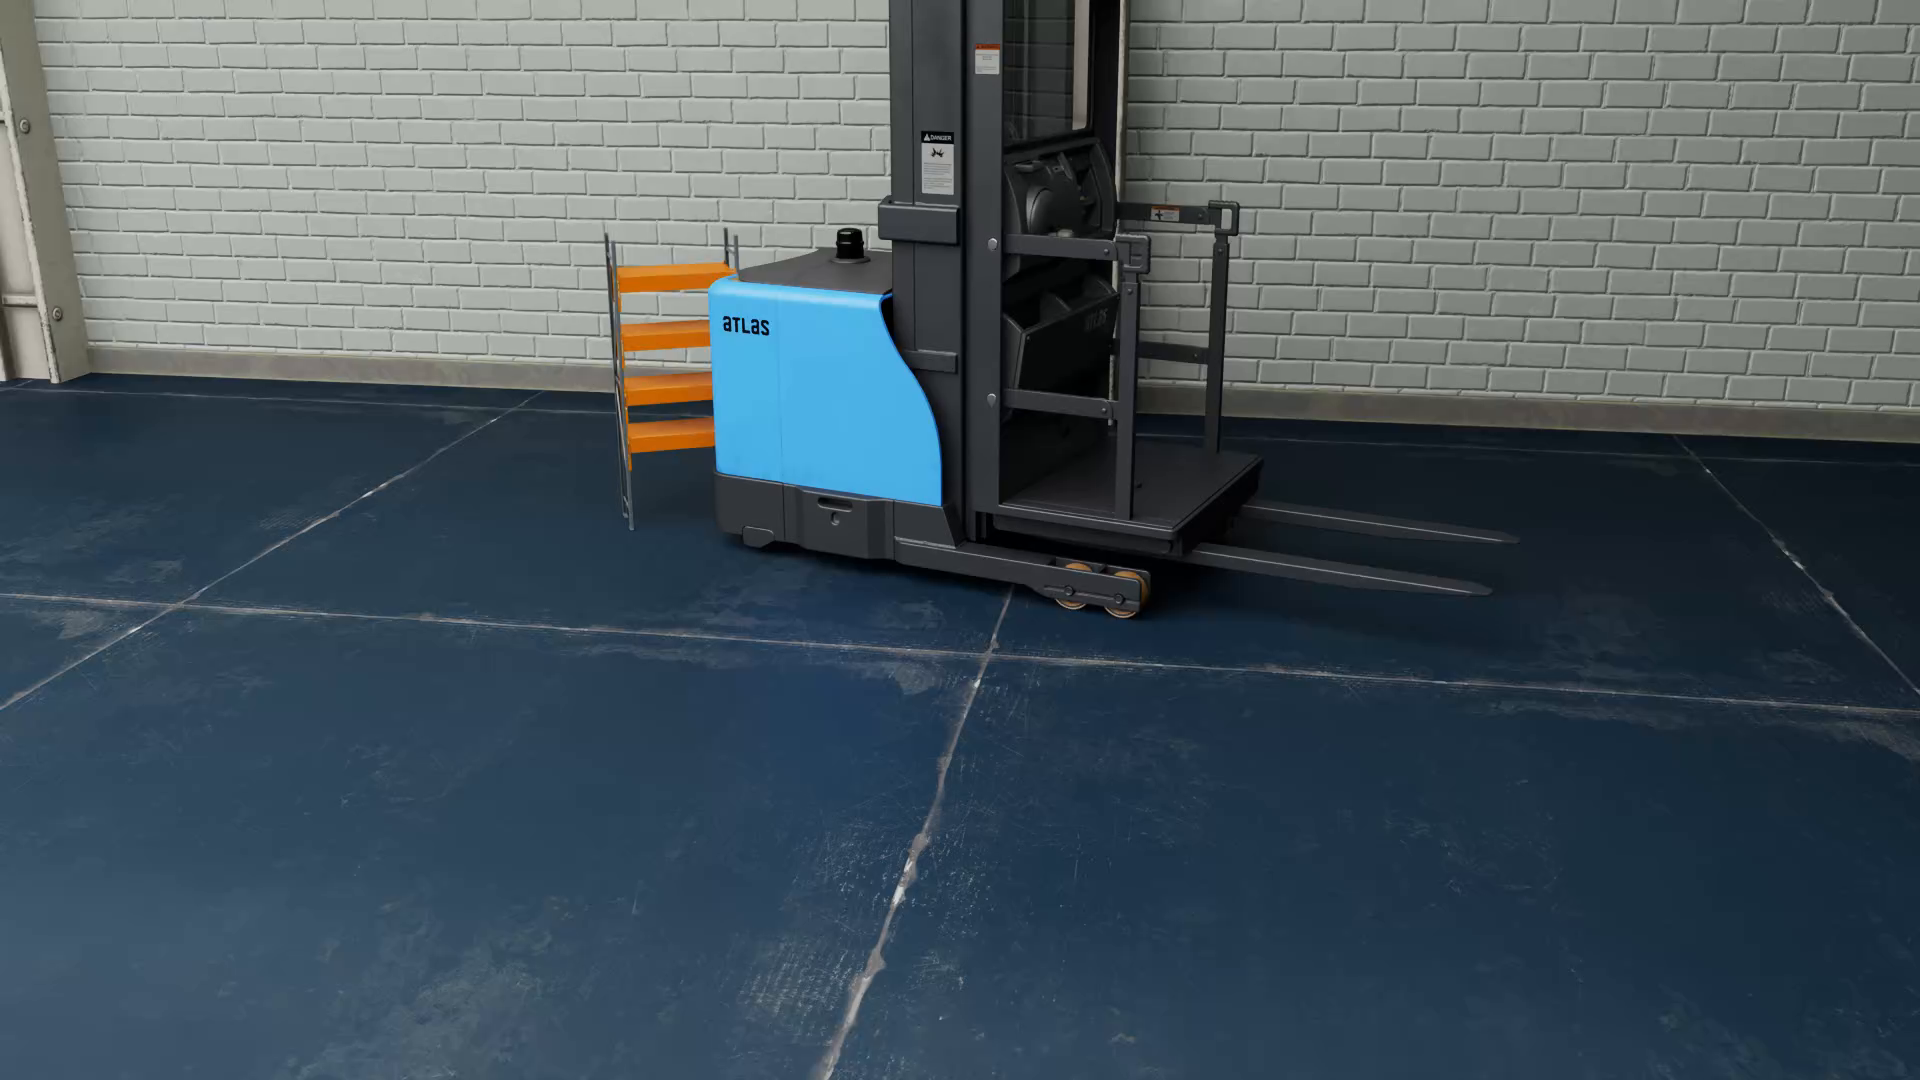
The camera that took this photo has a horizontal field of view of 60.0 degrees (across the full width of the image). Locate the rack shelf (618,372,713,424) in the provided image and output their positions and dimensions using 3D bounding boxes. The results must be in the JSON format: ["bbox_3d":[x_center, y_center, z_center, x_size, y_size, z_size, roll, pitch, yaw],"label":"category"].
[{"bbox_3d":[-1.168,-0.603,6.926,0.480,0.148,0.258,-6,19,-17],"label":"rack shelf"}]

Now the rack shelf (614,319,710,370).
[{"bbox_3d":[-1.168,-0.815,6.855,0.480,0.148,0.258,-6,19,-17],"label":"rack shelf"}]

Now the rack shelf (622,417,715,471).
[{"bbox_3d":[-1.168,-0.415,6.989,0.480,0.148,0.258,-6,19,-17],"label":"rack shelf"}]

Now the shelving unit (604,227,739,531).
[{"bbox_3d":[-1.168,-0.667,6.905,0.503,1.200,0.258,-6,19,-17],"label":"shelving unit"}]

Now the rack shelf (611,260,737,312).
[{"bbox_3d":[-1.168,-1.039,6.780,0.480,0.148,0.258,-6,19,-17],"label":"rack shelf"}]

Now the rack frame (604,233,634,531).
[{"bbox_3d":[-1.400,-0.642,6.832,0.015,1.200,0.240,-6,19,-17],"label":"rack frame"}]

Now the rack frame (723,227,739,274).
[{"bbox_3d":[-0.937,-0.691,6.977,0.015,1.200,0.240,-6,19,-17],"label":"rack frame"}]

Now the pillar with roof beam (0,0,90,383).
[{"bbox_3d":[-5.986,-3.871,4.189,0.400,9.000,9.100,3,19,9],"label":"pillar with roof beam"}]

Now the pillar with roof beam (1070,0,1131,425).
[{"bbox_3d":[-0.062,-3.569,3.287,0.400,9.000,9.100,3,19,9],"label":"pillar with roof beam"}]

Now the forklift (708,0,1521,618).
[{"bbox_3d":[0.561,-1.302,6.075,3.031,2.935,1.130,9,20,25],"label":"forklift"}]
